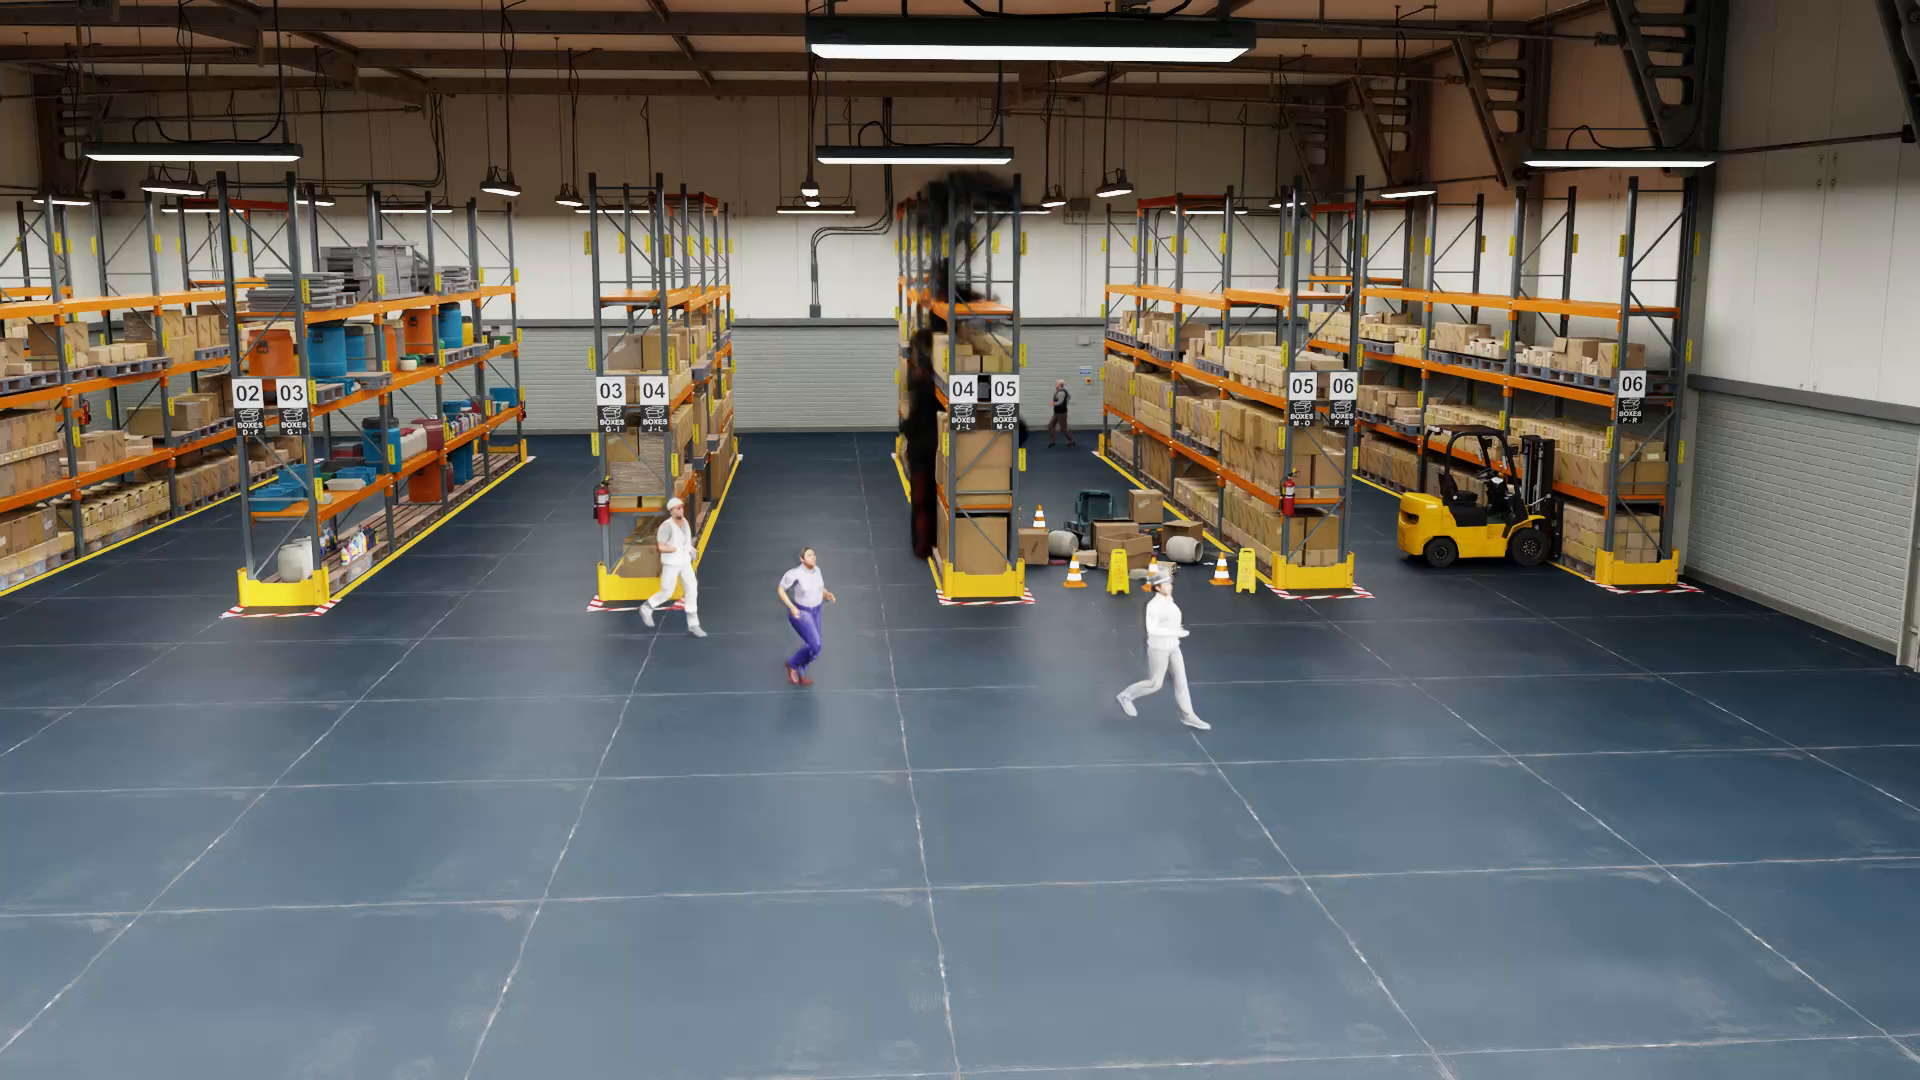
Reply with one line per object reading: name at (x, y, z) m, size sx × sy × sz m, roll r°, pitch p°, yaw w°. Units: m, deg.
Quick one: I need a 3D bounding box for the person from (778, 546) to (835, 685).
person at (-1.719, 0.872, 19.112) m, size 0.574 × 1.612 × 0.588 m, roll 7°, pitch 12°, yaw 34°

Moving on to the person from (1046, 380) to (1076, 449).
person at (2.543, -3.113, 41.411) m, size 0.738 × 1.762 × 0.648 m, roll -1°, pitch 10°, yaw -6°

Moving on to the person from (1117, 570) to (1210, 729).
person at (2.150, 1.122, 17.387) m, size 1.022 × 1.651 × 0.626 m, roll 7°, pitch 12°, yaw 33°

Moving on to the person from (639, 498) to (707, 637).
person at (-3.724, 0.334, 21.643) m, size 1.002 × 1.803 × 0.672 m, roll 7°, pitch 12°, yaw 34°
